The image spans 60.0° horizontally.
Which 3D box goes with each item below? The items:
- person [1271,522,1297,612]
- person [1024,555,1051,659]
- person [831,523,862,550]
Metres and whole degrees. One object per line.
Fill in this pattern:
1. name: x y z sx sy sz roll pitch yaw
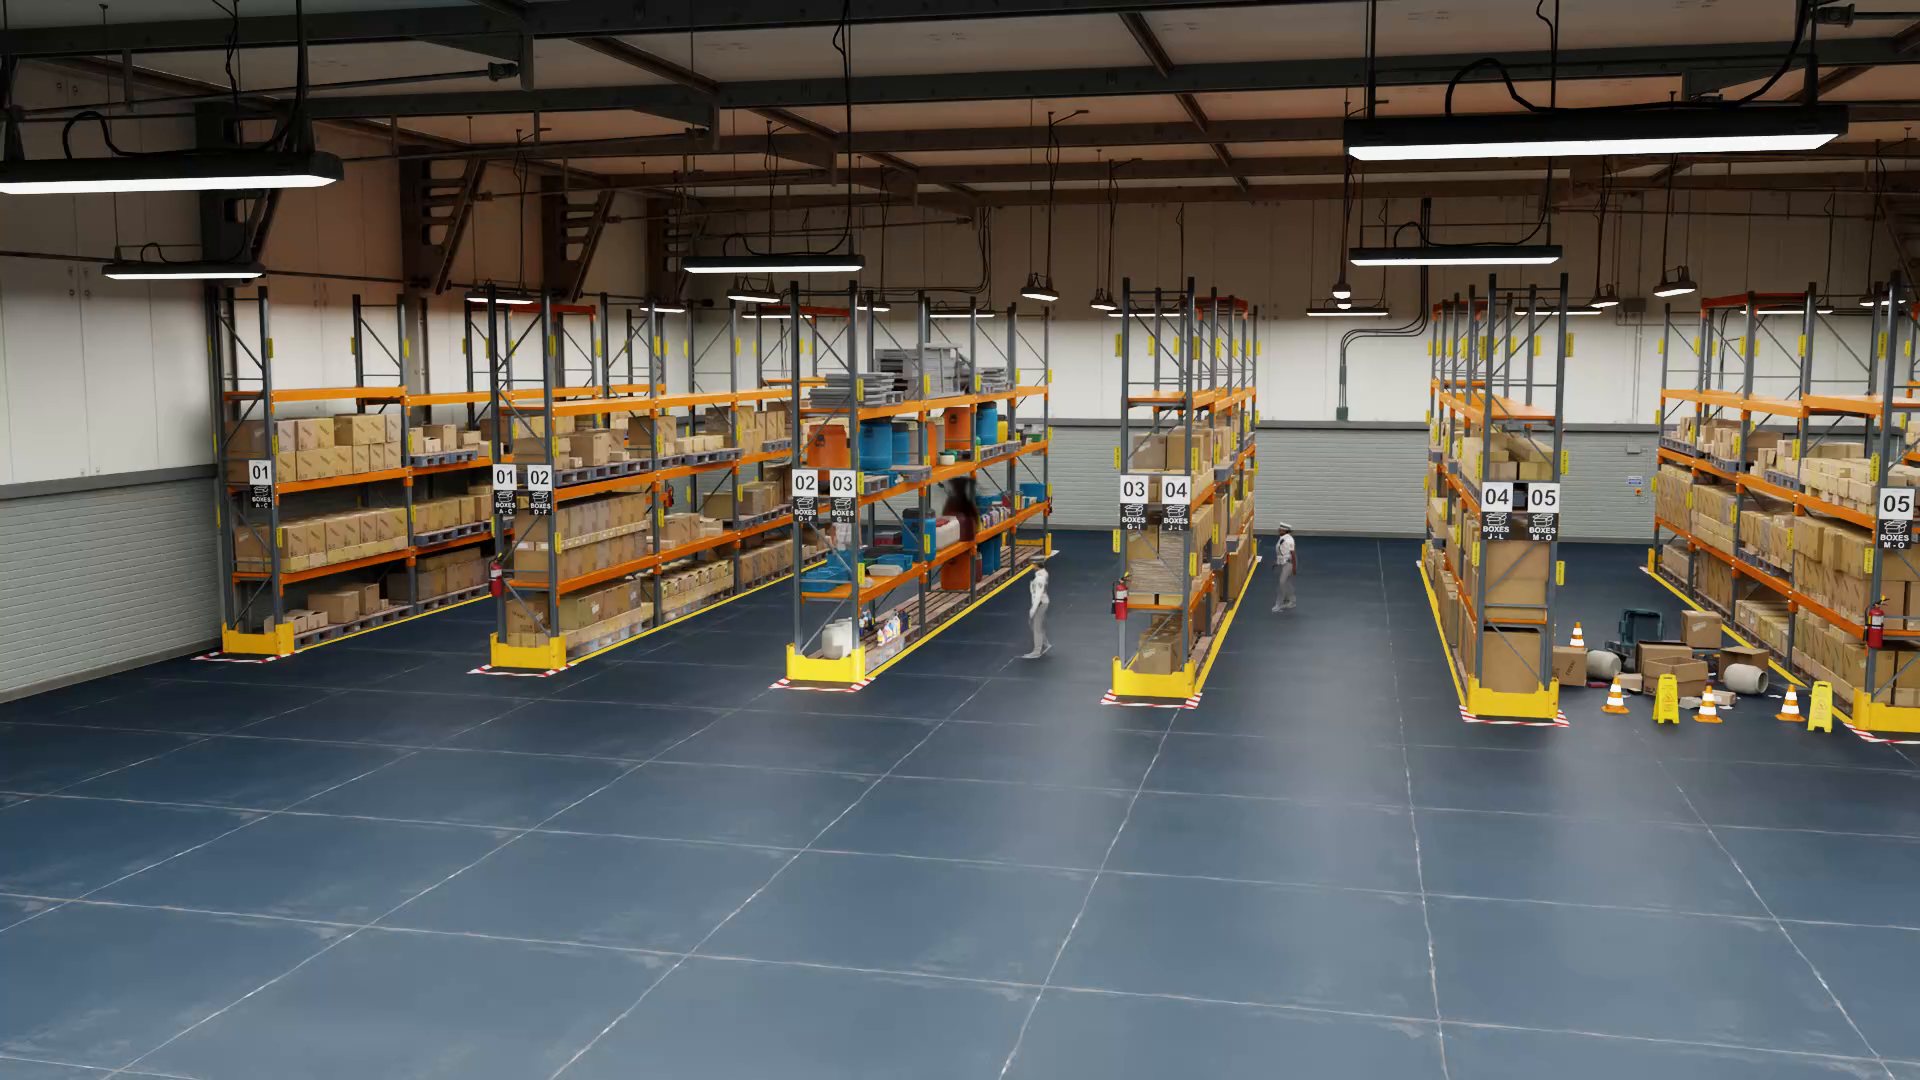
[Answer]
1. person: 6.222 0.506 31.999 0.726 1.684 0.529 -4 8 -29
2. person: 1.264 1.092 27.006 0.463 1.697 0.550 0 7 -1
3. person: -2.295 0.008 33.580 0.662 1.702 1.000 1 7 11
